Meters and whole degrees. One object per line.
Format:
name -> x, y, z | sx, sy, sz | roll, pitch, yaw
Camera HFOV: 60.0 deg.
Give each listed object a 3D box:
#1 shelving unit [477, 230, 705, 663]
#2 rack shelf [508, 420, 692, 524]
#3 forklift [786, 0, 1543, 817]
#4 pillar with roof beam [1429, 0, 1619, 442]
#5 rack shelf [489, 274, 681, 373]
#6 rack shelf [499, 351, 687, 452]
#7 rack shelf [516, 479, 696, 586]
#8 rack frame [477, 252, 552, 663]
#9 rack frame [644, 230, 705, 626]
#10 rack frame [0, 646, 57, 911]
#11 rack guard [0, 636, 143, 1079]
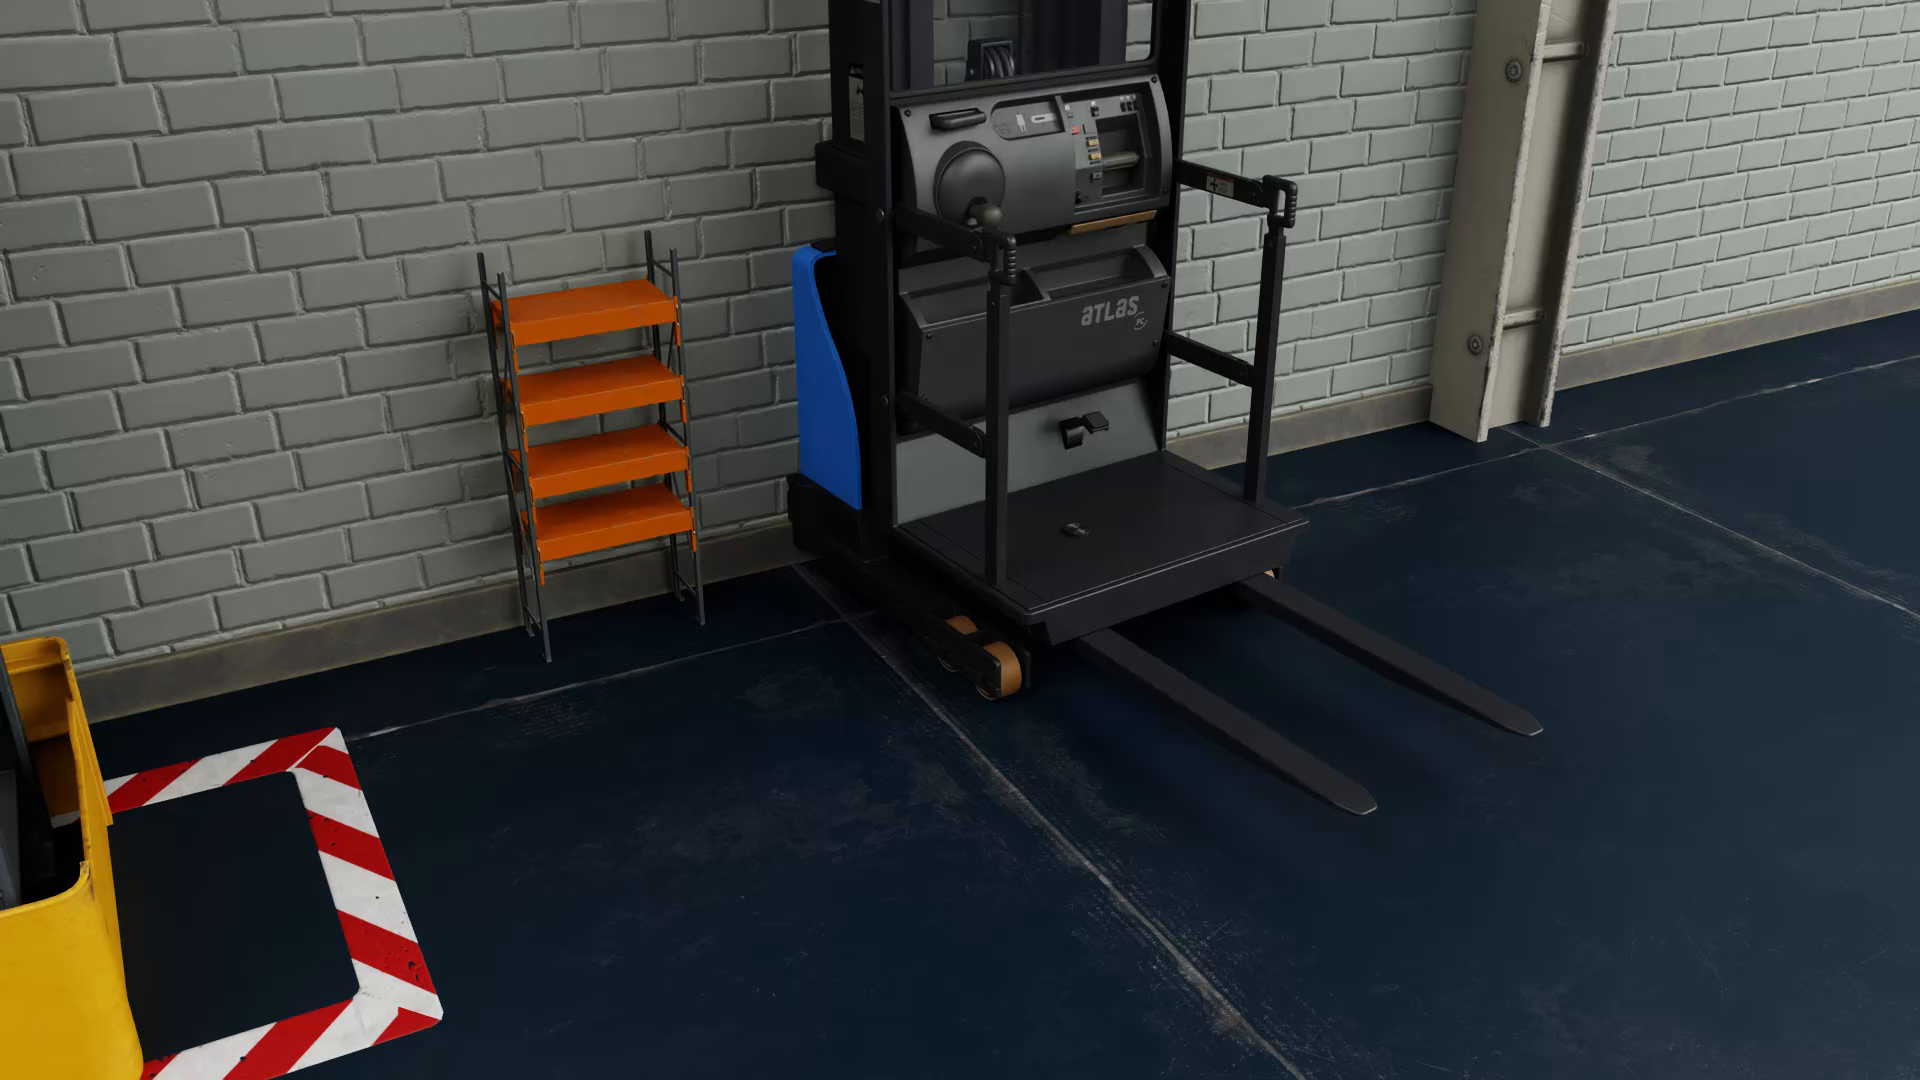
shelving unit -> -1.074, -0.269, 4.924 | 0.503, 1.200, 0.258 | -13, 29, -26
rack shelf -> -1.074, -0.208, 4.953 | 0.480, 0.148, 0.258 | -13, 29, -26
forklift -> 0.356, -1.097, 4.648 | 1.130, 2.935, 3.031 | -17, 30, -31
pillar with roof beam -> 4.164, -2.896, 1.385 | 0.400, 9.000, 9.100 | -13, 29, -25
rack shelf -> -1.074, -0.623, 4.754 | 0.480, 0.148, 0.258 | -13, 29, -26
rack shelf -> -1.074, -0.410, 4.856 | 0.480, 0.148, 0.258 | -13, 29, -26
rack shelf -> -1.074, -0.029, 5.039 | 0.480, 0.148, 0.258 | -13, 29, -26
rack frame -> -1.288, -0.218, 4.818 | 0.015, 1.200, 0.240 | -13, 29, -26
rack frame -> -0.860, -0.320, 5.029 | 0.015, 1.200, 0.240 | -13, 29, -26
rack frame -> -2.117, -0.411, 3.141 | 0.127, 3.000, 1.000 | -13, 29, -25
rack guard -> -2.096, 0.711, 3.692 | 0.348, 0.500, 1.175 | -13, 29, -25
